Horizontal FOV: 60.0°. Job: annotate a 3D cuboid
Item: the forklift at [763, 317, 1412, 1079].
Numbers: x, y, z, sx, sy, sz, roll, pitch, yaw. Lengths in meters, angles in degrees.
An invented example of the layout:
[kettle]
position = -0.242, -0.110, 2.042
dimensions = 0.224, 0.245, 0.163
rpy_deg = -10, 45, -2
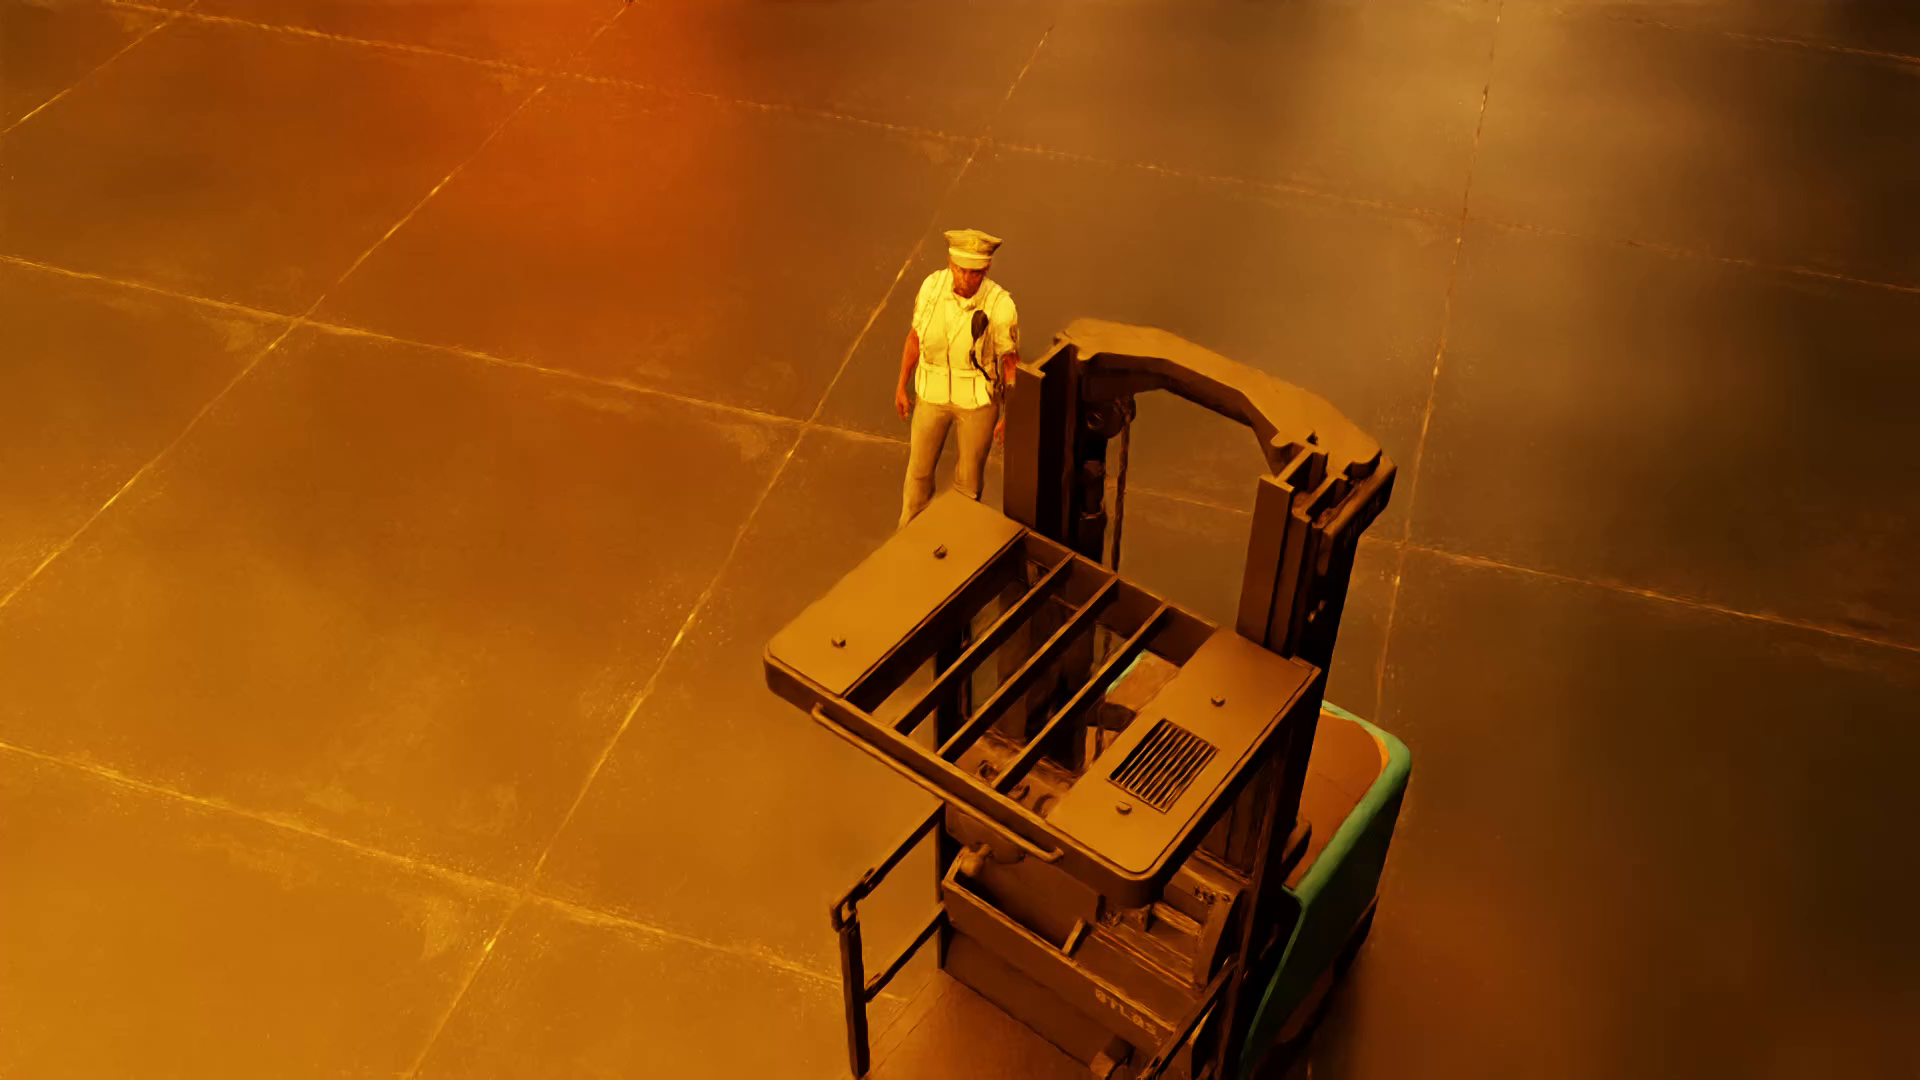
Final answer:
[forklift]
position = 0.227, 0.991, 4.623
dimensions = 1.130, 2.935, 3.031
rpy_deg = 28, 50, 27

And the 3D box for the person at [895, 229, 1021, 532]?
[person]
position = -0.041, -0.582, 7.210
dimensions = 0.570, 1.695, 0.529
rpy_deg = 12, 44, 13
